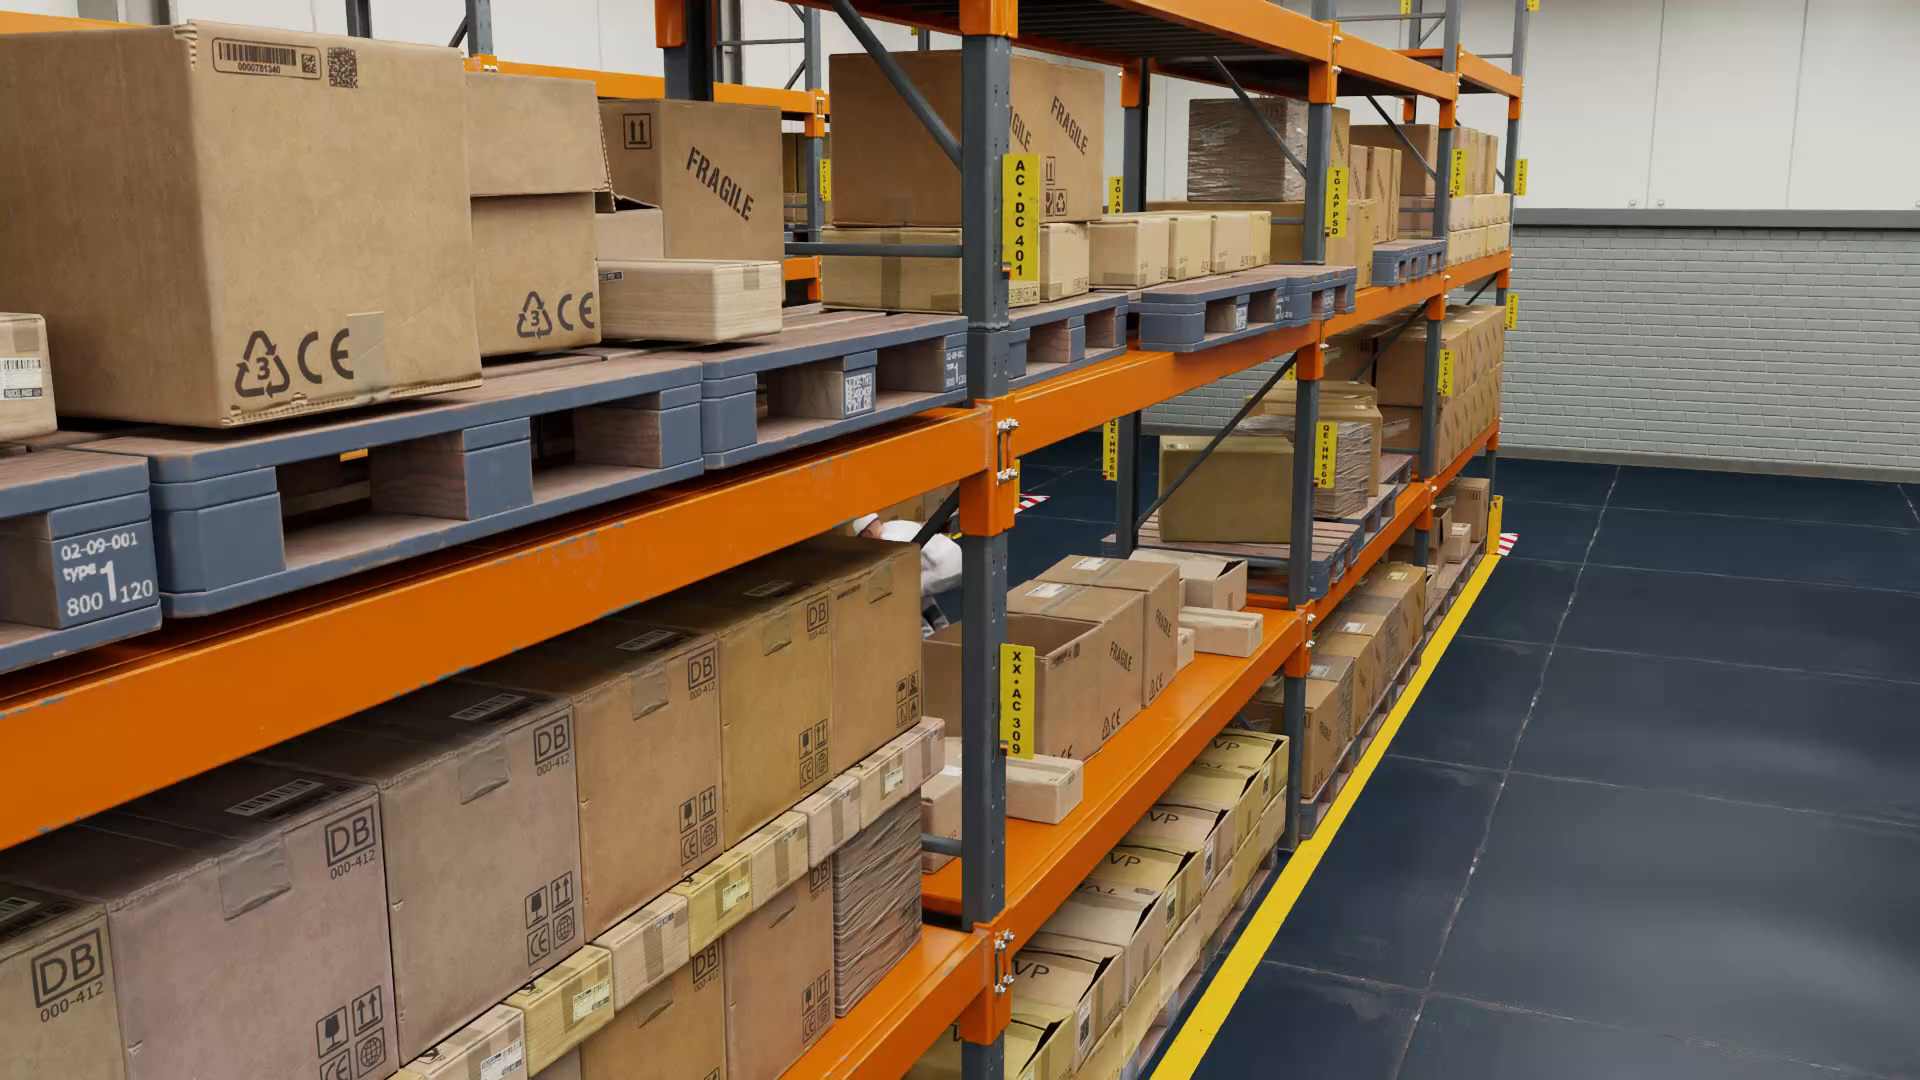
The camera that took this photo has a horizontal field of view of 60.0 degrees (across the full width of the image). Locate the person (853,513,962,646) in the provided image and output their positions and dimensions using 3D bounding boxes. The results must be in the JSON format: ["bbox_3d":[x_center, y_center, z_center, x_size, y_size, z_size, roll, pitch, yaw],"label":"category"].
[{"bbox_3d":[-0.376,0.282,12.511,0.909,0.990,0.530,5,13,22],"label":"person"}]
